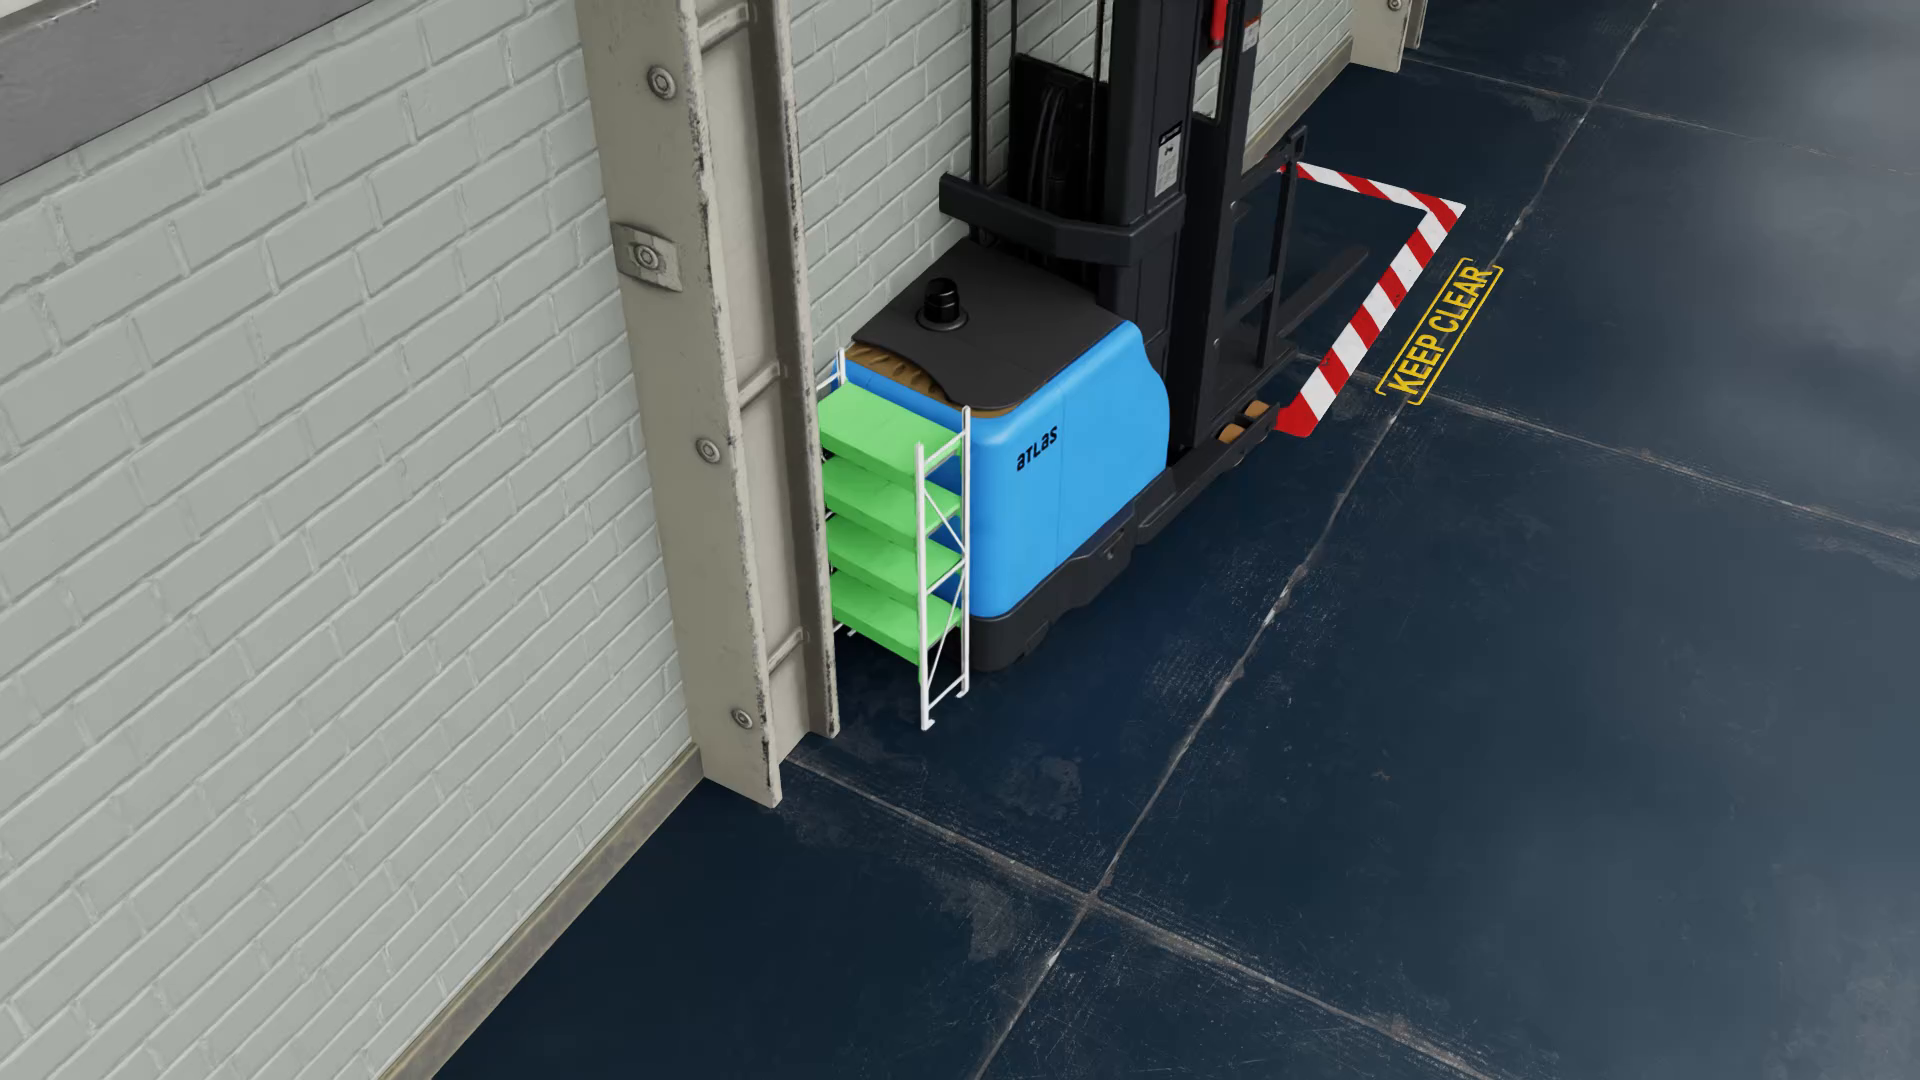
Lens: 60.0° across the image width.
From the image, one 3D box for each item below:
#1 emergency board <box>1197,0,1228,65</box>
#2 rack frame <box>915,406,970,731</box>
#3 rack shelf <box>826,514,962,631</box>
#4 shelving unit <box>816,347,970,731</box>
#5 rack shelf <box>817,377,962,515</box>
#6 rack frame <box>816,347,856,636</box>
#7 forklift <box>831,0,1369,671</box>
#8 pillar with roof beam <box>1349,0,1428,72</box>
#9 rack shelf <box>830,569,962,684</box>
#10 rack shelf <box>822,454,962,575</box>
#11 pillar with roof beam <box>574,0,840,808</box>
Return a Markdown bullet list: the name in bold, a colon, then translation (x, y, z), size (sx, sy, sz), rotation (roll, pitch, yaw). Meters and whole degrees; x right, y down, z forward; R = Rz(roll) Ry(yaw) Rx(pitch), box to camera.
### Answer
- **emergency board**: translation (1.105, -2.468, 6.783), size (0.194, 1.169, 0.643), rotation (21, 45, 22)
- **rack frame**: translation (-0.049, 0.121, 5.205), size (0.015, 1.200, 0.240), rotation (27, 48, 27)
- **rack shelf**: translation (-0.242, 0.070, 5.360), size (0.480, 0.148, 0.258), rotation (27, 48, 27)
- **shelving unit**: translation (-0.242, 0.022, 5.317), size (0.503, 1.200, 0.258), rotation (27, 48, 27)
- **rack shelf**: translation (-0.242, -0.291, 5.042), size (0.480, 0.148, 0.258), rotation (27, 48, 27)
- **rack frame**: translation (-0.435, -0.077, 5.430), size (0.015, 1.200, 0.240), rotation (27, 48, 27)
- **forklift**: translation (0.626, -1.574, 5.819), size (1.130, 2.935, 3.031), rotation (27, 48, 27)
- **pillar with roof beam**: translation (6.102, -4.697, 4.775), size (9.100, 9.000, 0.400), rotation (21, 45, 22)
- **rack shelf**: translation (-0.242, 0.250, 5.518), size (0.480, 0.148, 0.258), rotation (27, 48, 27)
- **rack shelf**: translation (-0.242, -0.110, 5.201), size (0.480, 0.148, 0.258), rotation (27, 48, 27)
- **pillar with roof beam**: translation (3.100, -1.264, 0.876), size (9.100, 9.000, 0.400), rotation (21, 45, 22)
